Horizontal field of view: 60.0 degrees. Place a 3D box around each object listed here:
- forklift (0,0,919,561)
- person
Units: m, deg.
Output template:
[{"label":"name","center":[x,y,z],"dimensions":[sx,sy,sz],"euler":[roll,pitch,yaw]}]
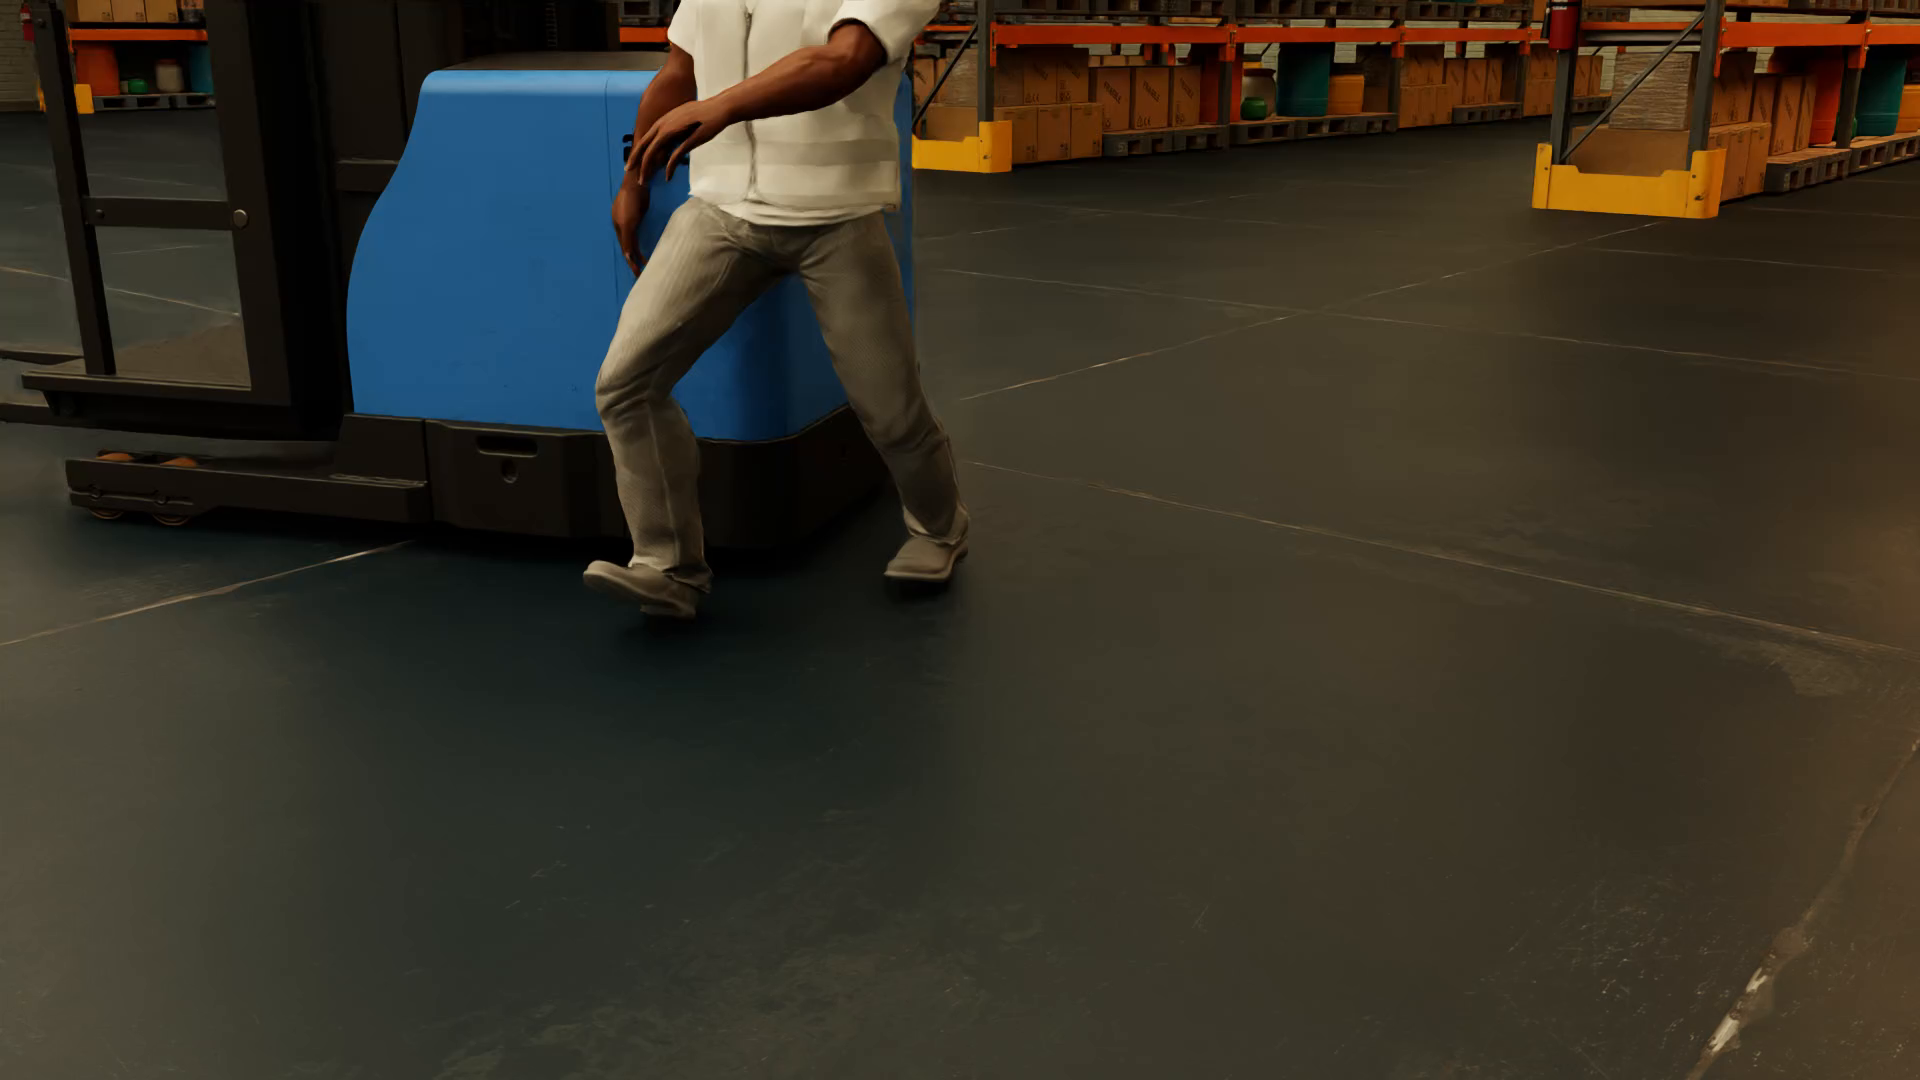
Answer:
[{"label":"forklift","center":[-1.684,-1.576,4.087],"dimensions":[3.031,2.935,1.130],"euler":[5,18,16]},{"label":"person","center":[-0.405,-0.650,3.249],"dimensions":[0.758,1.687,0.859],"euler":[7,18,22]}]
